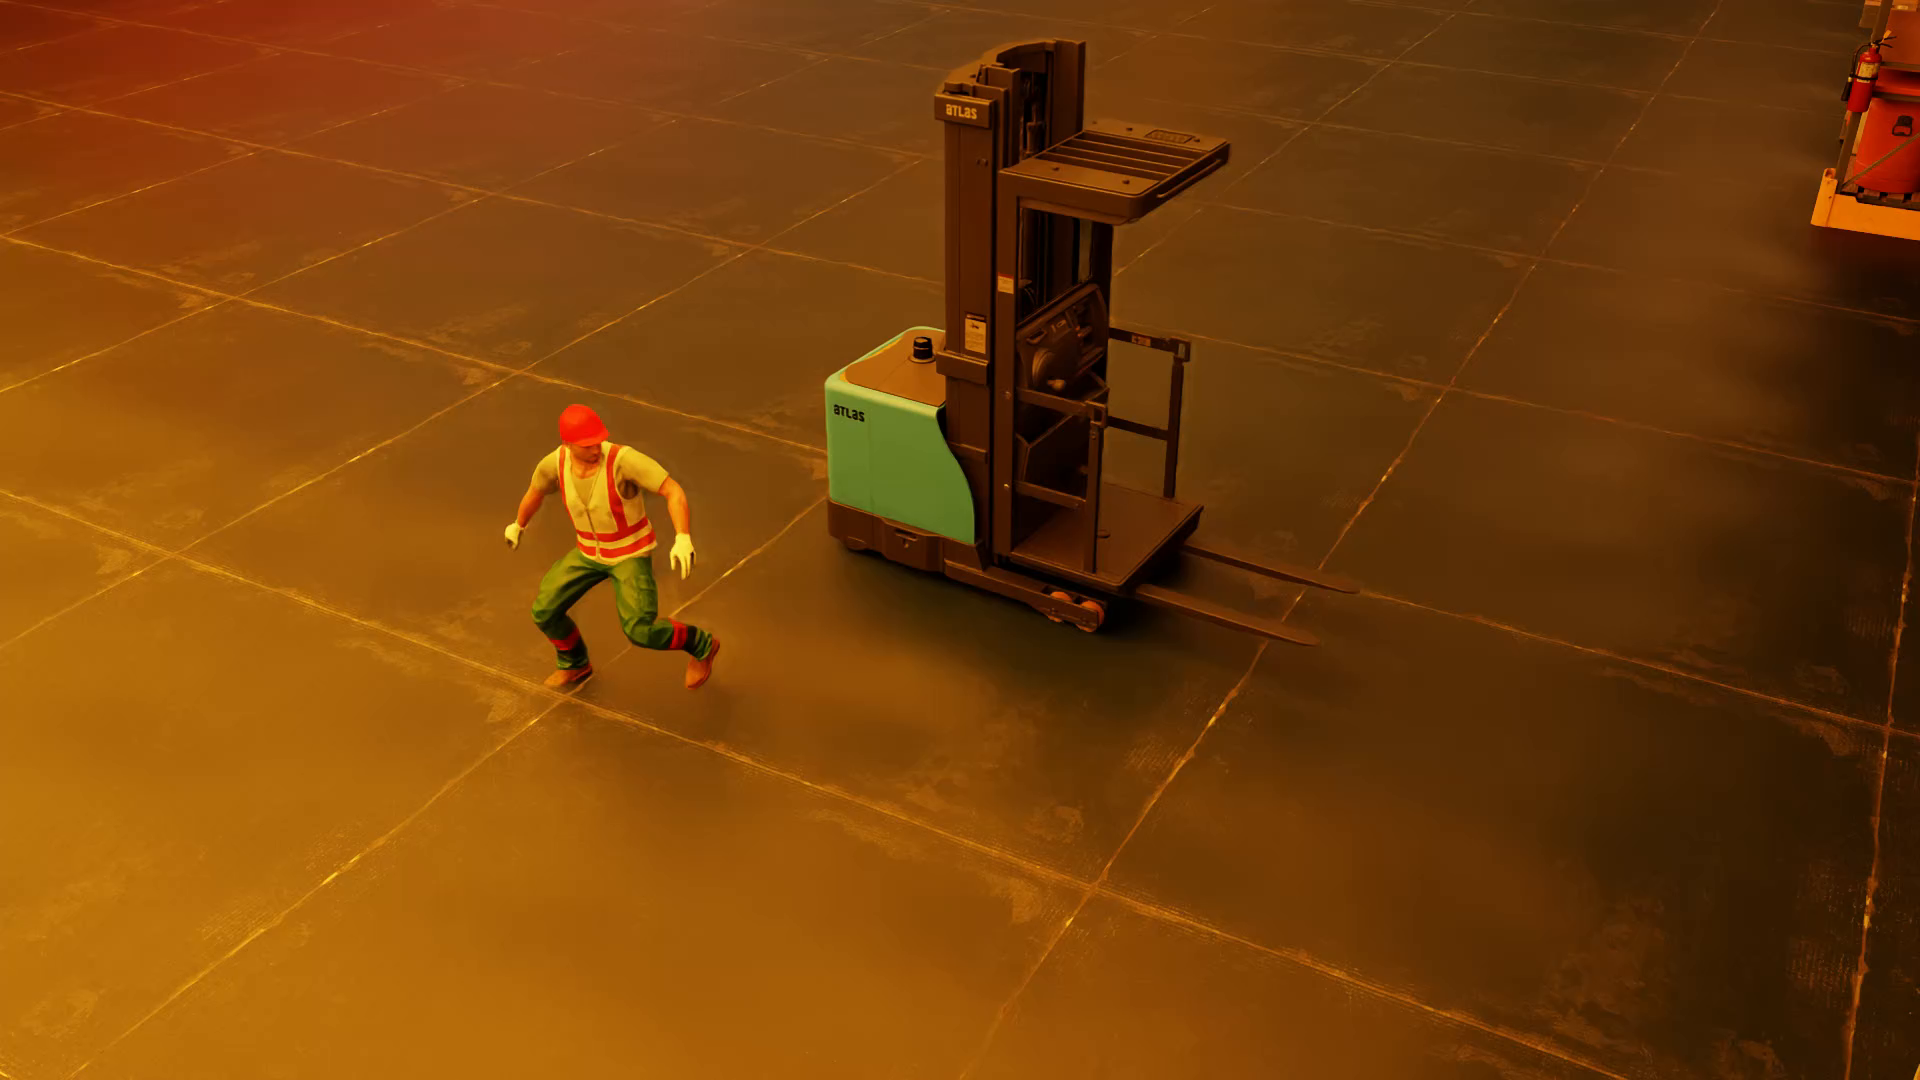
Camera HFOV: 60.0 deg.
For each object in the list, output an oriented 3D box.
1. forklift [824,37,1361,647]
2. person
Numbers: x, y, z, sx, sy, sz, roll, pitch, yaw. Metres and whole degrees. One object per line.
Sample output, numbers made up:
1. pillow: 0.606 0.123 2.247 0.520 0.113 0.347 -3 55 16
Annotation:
1. forklift: 0.734 -1.069 8.924 3.031 2.935 1.130 17 34 27
2. person: -1.813 0.056 8.327 1.158 1.655 0.505 12 32 20
